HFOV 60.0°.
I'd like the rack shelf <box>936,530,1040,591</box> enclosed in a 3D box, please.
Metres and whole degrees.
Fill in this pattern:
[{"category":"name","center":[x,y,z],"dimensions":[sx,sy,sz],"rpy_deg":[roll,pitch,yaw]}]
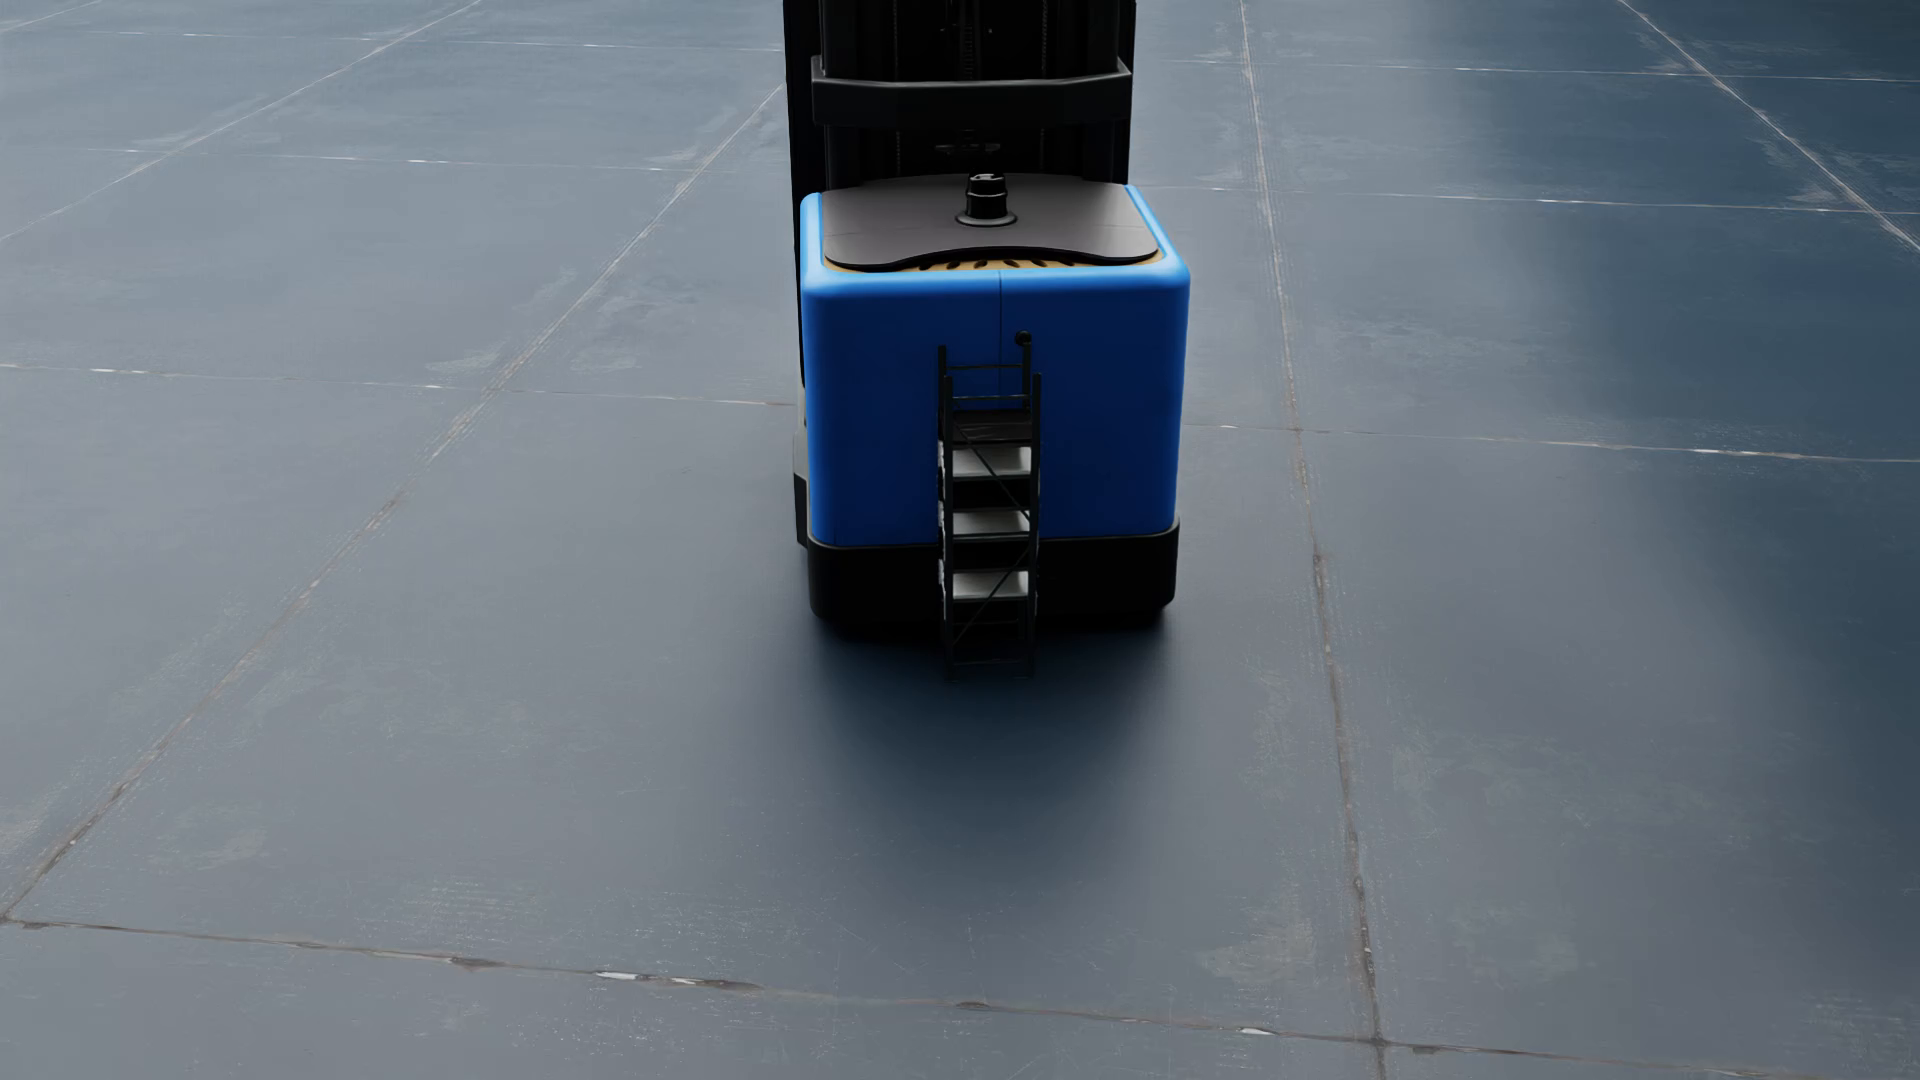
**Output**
[{"category":"rack shelf","center":[0.073,0.049,4.471],"dimensions":[0.258,0.077,0.200],"rpy_deg":[-2,28,-4]}]

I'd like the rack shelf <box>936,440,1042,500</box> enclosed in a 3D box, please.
[{"category":"rack shelf","center":[0.073,-0.189,4.343],"dimensions":[0.258,0.077,0.200],"rpy_deg":[-2,28,-4]}]

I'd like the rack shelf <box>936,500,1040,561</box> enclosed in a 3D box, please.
[{"category":"rack shelf","center":[0.073,-0.031,4.428],"dimensions":[0.258,0.077,0.200],"rpy_deg":[-2,28,-4]}]

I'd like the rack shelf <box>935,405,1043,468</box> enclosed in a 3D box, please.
[{"category":"rack shelf","center":[0.073,-0.268,4.300],"dimensions":[0.258,0.077,0.200],"rpy_deg":[-2,28,-4]}]

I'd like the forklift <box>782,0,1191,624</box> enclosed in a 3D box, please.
[{"category":"forklift","center":[-0.023,-1.724,5.360],"dimensions":[1.130,2.935,3.031],"rpy_deg":[-2,28,-4]}]

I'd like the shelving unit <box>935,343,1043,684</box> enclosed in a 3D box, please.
[{"category":"shelving unit","center":[0.073,-0.060,4.413],"dimensions":[0.258,0.900,0.210],"rpy_deg":[-2,28,-4]}]

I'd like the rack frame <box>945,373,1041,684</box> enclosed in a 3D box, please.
[{"category":"rack frame","center":[0.082,-0.012,4.323],"dimensions":[0.240,0.900,0.006],"rpy_deg":[-2,28,-4]}]

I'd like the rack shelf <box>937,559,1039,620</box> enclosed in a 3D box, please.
[{"category":"rack shelf","center":[0.073,0.128,4.514],"dimensions":[0.258,0.077,0.200],"rpy_deg":[-2,28,-4]}]

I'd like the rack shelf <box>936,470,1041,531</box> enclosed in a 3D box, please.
[{"category":"rack shelf","center":[0.073,-0.110,4.386],"dimensions":[0.258,0.077,0.200],"rpy_deg":[-2,28,-4]}]

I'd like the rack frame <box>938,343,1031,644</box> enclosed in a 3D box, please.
[{"category":"rack frame","center":[0.064,-0.108,4.502],"dimensions":[0.240,0.900,0.006],"rpy_deg":[-2,28,-4]}]
